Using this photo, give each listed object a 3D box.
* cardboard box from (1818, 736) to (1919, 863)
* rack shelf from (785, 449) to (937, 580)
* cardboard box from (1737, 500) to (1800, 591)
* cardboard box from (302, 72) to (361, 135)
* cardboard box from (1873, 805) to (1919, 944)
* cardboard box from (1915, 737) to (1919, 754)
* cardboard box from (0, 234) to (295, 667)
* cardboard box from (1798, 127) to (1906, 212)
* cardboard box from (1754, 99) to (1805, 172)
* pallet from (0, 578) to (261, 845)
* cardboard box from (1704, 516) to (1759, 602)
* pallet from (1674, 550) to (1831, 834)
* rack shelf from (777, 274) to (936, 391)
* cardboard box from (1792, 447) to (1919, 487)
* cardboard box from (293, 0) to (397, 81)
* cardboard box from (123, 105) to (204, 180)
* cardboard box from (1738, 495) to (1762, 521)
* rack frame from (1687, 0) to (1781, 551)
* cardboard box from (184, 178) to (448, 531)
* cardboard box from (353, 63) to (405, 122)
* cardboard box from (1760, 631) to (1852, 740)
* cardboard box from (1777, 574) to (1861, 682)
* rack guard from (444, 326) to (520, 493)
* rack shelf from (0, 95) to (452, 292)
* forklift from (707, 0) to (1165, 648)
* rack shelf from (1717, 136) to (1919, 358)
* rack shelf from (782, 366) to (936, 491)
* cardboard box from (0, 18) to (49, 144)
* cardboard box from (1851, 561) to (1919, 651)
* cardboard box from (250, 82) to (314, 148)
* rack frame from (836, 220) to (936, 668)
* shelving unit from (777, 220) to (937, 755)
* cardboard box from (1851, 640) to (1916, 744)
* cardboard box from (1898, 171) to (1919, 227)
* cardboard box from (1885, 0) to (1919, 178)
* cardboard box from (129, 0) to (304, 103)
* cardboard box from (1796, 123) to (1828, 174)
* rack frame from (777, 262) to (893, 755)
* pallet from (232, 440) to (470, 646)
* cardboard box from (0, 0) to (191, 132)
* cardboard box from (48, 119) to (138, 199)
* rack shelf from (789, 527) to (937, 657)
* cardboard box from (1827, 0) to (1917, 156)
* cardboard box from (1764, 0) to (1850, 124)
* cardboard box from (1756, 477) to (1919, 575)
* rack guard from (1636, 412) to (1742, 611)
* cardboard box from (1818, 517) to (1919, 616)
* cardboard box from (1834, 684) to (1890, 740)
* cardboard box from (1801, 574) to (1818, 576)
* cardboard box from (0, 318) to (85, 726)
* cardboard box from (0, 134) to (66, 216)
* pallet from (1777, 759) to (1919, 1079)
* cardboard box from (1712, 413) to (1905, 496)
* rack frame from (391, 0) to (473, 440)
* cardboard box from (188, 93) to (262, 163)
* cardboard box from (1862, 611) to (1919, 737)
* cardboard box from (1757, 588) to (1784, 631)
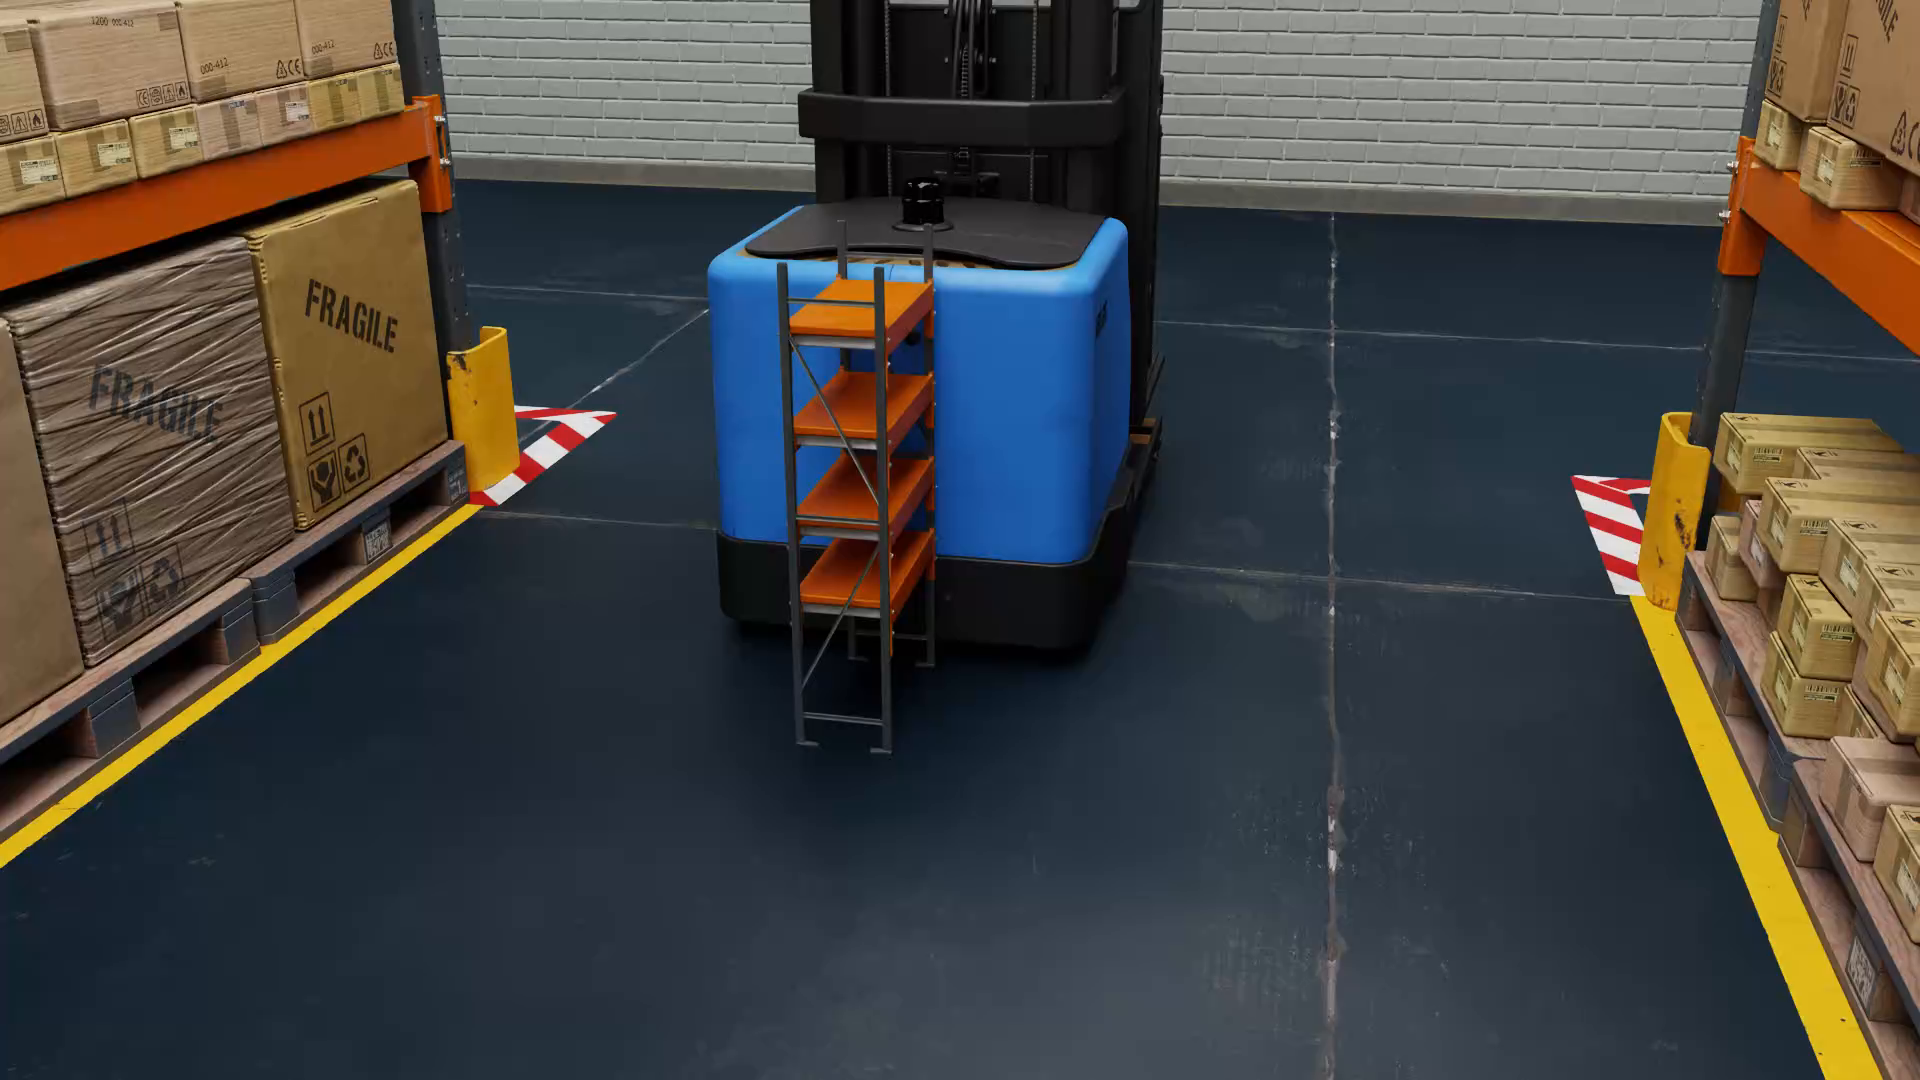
[{"bbox_3d":[1.951,0.524,3.291,0.380,0.149,0.250,3,22,8],"label":"cardboard box"},{"bbox_3d":[-0.234,-0.071,4.104,0.258,0.148,0.480,4,22,11],"label":"rack shelf"},{"bbox_3d":[2.173,0.023,4.137,0.380,0.149,0.250,4,22,11],"label":"cardboard box"},{"bbox_3d":[-1.994,-1.282,4.859,0.380,0.149,0.250,5,22,11],"label":"cardboard box"},{"bbox_3d":[1.920,0.627,3.035,0.380,0.149,0.250,4,22,11],"label":"cardboard box"},{"bbox_3d":[2.076,0.412,3.172,0.380,0.149,0.250,6,23,14],"label":"cardboard box"},{"bbox_3d":[-2.430,-0.286,4.330,0.875,0.875,0.875,4,22,11],"label":"cardboard box"},{"bbox_3d":[2.137,-0.834,3.745,0.380,0.149,0.250,4,22,9],"label":"cardboard box"},{"bbox_3d":[2.256,-1.024,4.218,0.380,0.149,0.250,4,22,10],"label":"cardboard box"},{"bbox_3d":[-2.530,0.387,4.109,1.003,0.211,1.213,4,22,11],"label":"pallet"},{"bbox_3d":[2.223,0.060,4.442,0.380,0.149,0.250,5,22,12],"label":"cardboard box"},{"bbox_3d":[2.427,0.381,4.124,1.003,0.211,1.213,4,22,11],"label":"pallet"},{"bbox_3d":[-0.234,-0.498,3.932,0.258,0.148,0.480,4,22,11],"label":"rack shelf"},{"bbox_3d":[2.265,-0.107,4.062,0.380,0.149,0.250,5,22,12],"label":"cardboard box"},{"bbox_3d":[-2.031,-1.520,4.916,0.500,0.250,0.500,4,22,10],"label":"cardboard box"},{"bbox_3d":[-2.149,-1.004,4.167,0.380,0.149,0.250,4,22,10],"label":"cardboard box"},{"bbox_3d":[2.285,-0.073,4.375,0.380,0.149,0.250,5,23,13],"label":"cardboard box"},{"bbox_3d":[2.643,-1.234,4.403,1.000,3.000,0.127,4,22,11],"label":"rack frame"},{"bbox_3d":[-2.244,-0.618,5.156,0.875,0.875,0.875,4,22,11],"label":"cardboard box"},{"bbox_3d":[-1.942,-1.378,5.095,0.380,0.149,0.250,5,22,12],"label":"cardboard box"},{"bbox_3d":[2.046,0.339,3.751,0.380,0.149,0.250,5,22,12],"label":"cardboard box"},{"bbox_3d":[2.052,0.205,3.685,0.380,0.149,0.250,5,23,13],"label":"cardboard box"},{"bbox_3d":[-2.187,-0.499,5.923,1.175,0.500,0.348,4,22,11],"label":"rack guard"},{"bbox_3d":[-2.600,-0.584,3.752,1.077,0.370,4.000,4,22,11],"label":"rack shelf"},{"bbox_3d":[0.127,-1.589,5.375,1.130,2.935,3.031,4,22,11],"label":"forklift"},{"bbox_3d":[2.235,-0.169,2.722,1.077,0.370,4.000,4,22,11],"label":"rack shelf"},{"bbox_3d":[-0.234,-0.278,4.020,0.258,0.148,0.480,4,22,11],"label":"rack shelf"},{"bbox_3d":[-2.341,-0.958,3.520,0.500,0.250,0.500,4,22,11],"label":"cardboard box"},{"bbox_3d":[2.053,0.173,3.366,0.380,0.149,0.250,5,23,13],"label":"cardboard box"},{"bbox_3d":[-2.046,-1.190,4.630,0.380,0.149,0.250,5,22,11],"label":"cardboard box"},{"bbox_3d":[-0.185,-0.223,4.300,0.240,1.200,0.015,4,22,11],"label":"rack frame"},{"bbox_3d":[-0.234,-0.133,4.078,0.258,1.200,0.503,4,22,11],"label":"shelving unit"},{"bbox_3d":[2.090,0.309,3.426,0.380,0.149,0.250,3,22,8],"label":"cardboard box"},{"bbox_3d":[2.218,-0.729,3.484,0.380,0.149,0.250,6,23,13],"label":"cardboard box"},{"bbox_3d":[2.084,-0.900,3.040,0.500,0.500,0.500,5,22,12],"label":"cardboard box"},{"bbox_3d":[-2.135,-1.335,4.456,0.500,0.250,0.500,4,22,10],"label":"cardboard box"},{"bbox_3d":[2.244,-0.928,3.979,0.380,0.149,0.250,5,23,13],"label":"cardboard box"},{"bbox_3d":[-0.284,-0.044,3.857,0.240,1.200,0.015,4,22,11],"label":"rack frame"},{"bbox_3d":[-2.279,-0.058,5.214,1.003,0.211,1.213,4,22,11],"label":"pallet"},{"bbox_3d":[-2.239,-1.149,3.993,0.500,0.250,0.500,4,22,9],"label":"cardboard box"},{"bbox_3d":[-2.202,-0.909,3.932,0.380,0.149,0.250,5,22,11],"label":"cardboard box"},{"bbox_3d":[-0.234,0.113,4.178,0.258,0.148,0.480,4,22,11],"label":"rack shelf"},{"bbox_3d":[2.196,-1.078,3.483,0.500,0.500,0.500,5,22,11],"label":"cardboard box"},{"bbox_3d":[2.281,-1.276,3.974,0.500,0.500,0.500,6,23,13],"label":"cardboard box"},{"bbox_3d":[2.088,-0.025,3.857,0.380,0.149,0.250,4,22,11],"label":"cardboard box"},{"bbox_3d":[2.627,-0.047,4.801,1.175,0.500,0.348,4,22,11],"label":"rack guard"},{"bbox_3d":[2.118,0.072,3.616,0.380,0.149,0.250,3,22,8],"label":"cardboard box"},{"bbox_3d":[2.087,0.439,3.501,0.380,0.149,0.250,5,22,11],"label":"cardboard box"},{"bbox_3d":[2.210,0.119,3.898,0.380,0.149,0.250,5,22,12],"label":"cardboard box"},{"bbox_3d":[-2.612,0.040,3.521,0.875,0.875,0.875,4,22,11],"label":"cardboard box"},{"bbox_3d":[-2.255,-0.819,3.707,0.380,0.149,0.250,5,22,12],"label":"cardboard box"},{"bbox_3d":[2.176,0.826,3.020,1.003,0.211,1.213,4,22,11],"label":"pallet"},{"bbox_3d":[2.203,-0.217,4.335,0.380,0.149,0.250,3,22,8],"label":"cardboard box"},{"bbox_3d":[-2.192,-1.649,5.434,1.000,3.000,0.127,4,22,11],"label":"rack frame"},{"bbox_3d":[-2.098,-1.099,4.403,0.380,0.149,0.250,5,22,12],"label":"cardboard box"},{"bbox_3d":[1.954,0.266,3.136,0.380,0.149,0.250,5,22,12],"label":"cardboard box"},{"bbox_3d":[2.249,0.162,4.189,0.380,0.149,0.250,4,22,11],"label":"cardboard box"}]
